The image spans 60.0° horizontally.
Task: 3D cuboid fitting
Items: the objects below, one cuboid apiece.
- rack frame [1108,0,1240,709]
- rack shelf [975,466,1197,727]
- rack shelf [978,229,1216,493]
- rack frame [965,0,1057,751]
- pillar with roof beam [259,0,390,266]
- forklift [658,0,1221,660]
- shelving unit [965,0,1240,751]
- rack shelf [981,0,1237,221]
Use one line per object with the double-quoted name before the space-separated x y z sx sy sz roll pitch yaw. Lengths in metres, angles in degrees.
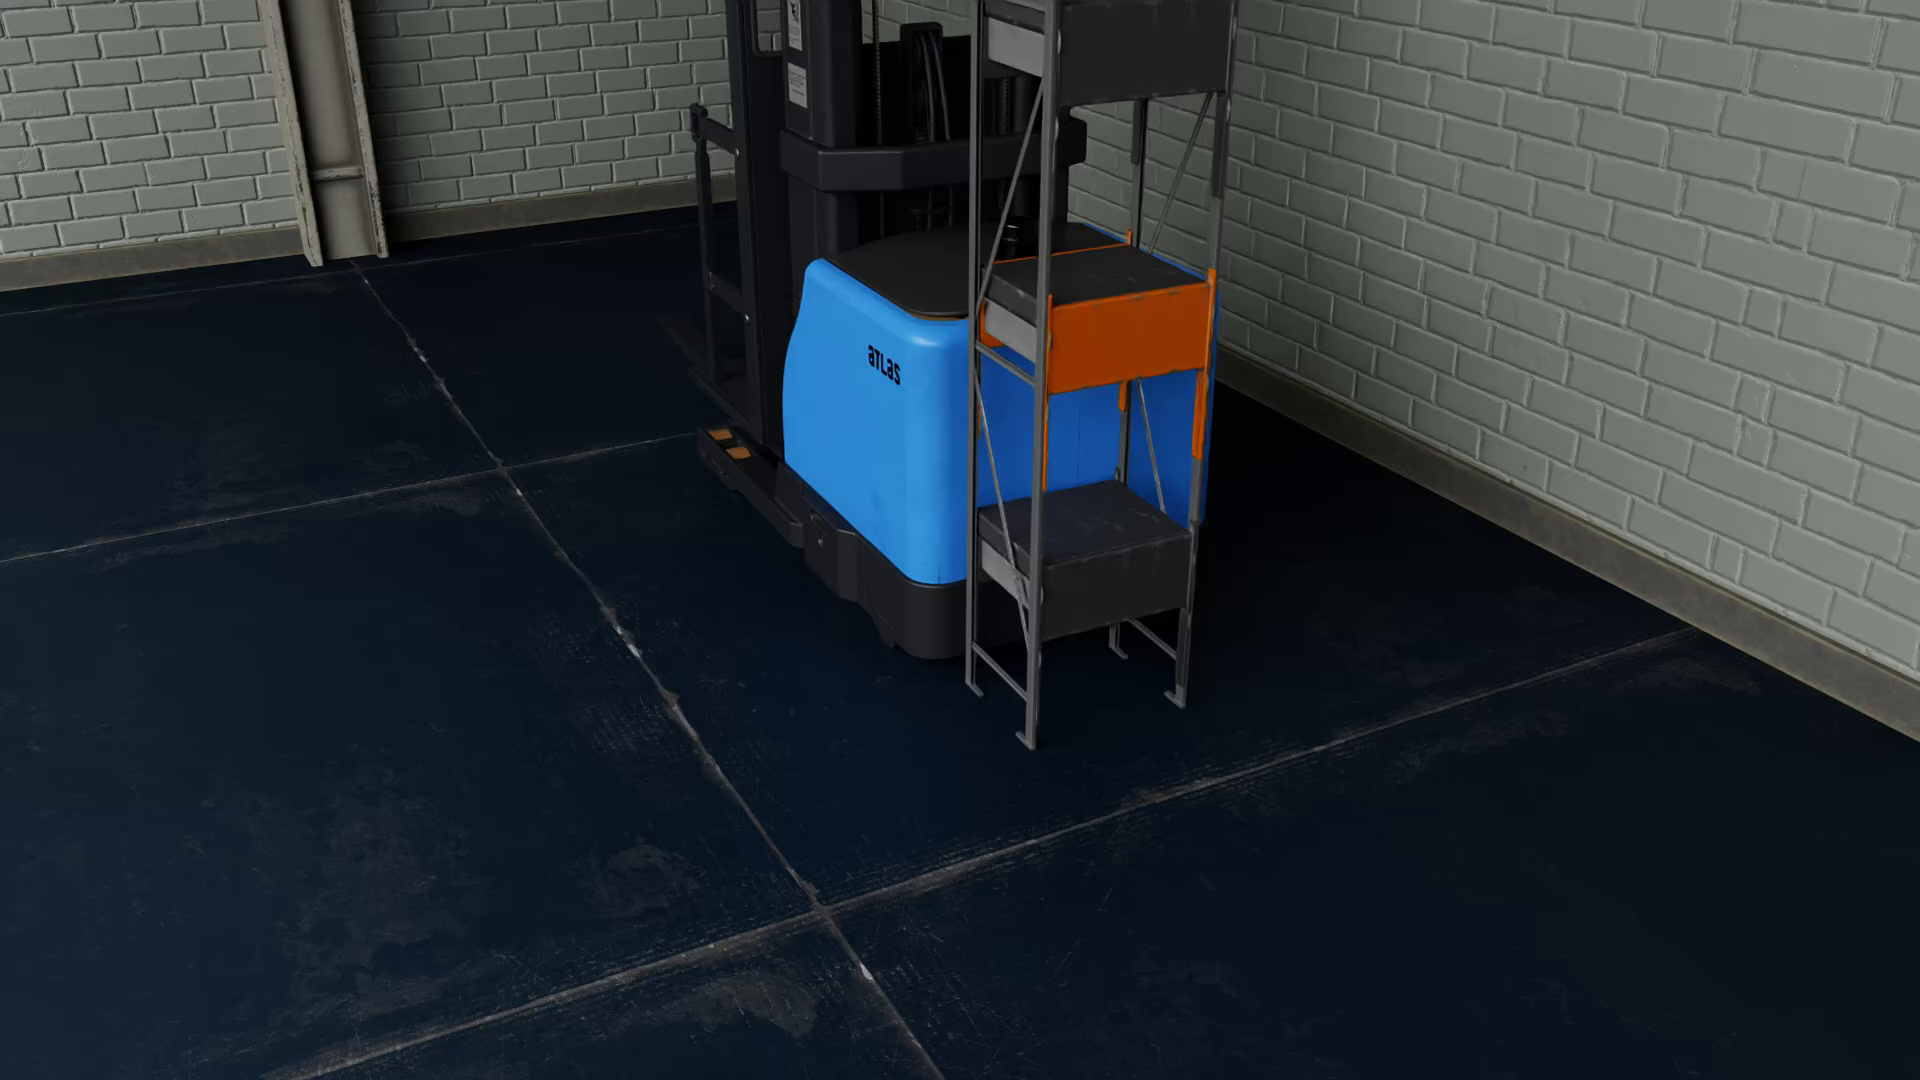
"rack frame" 0.554 -0.540 4.441 0.015 2.100 0.400 -12 29 -24
"rack shelf" 0.332 0.148 4.659 0.480 0.518 0.431 -12 29 -24
"rack shelf" 0.336 -0.480 4.349 0.480 0.518 0.431 -12 29 -24
"rack frame" 0.117 -0.445 4.244 0.015 2.100 0.400 -12 29 -24
"pillar with roof beam" -1.276 -3.949 3.579 0.400 9.000 9.100 -13 29 -25
"forklift" -0.336 -1.578 5.649 1.130 2.935 3.031 -12 28 -24
"shelving unit" 0.336 -0.492 4.343 0.503 2.100 0.431 -12 29 -24
"rack shelf" 0.339 -1.108 4.039 0.480 0.518 0.431 -12 29 -24
